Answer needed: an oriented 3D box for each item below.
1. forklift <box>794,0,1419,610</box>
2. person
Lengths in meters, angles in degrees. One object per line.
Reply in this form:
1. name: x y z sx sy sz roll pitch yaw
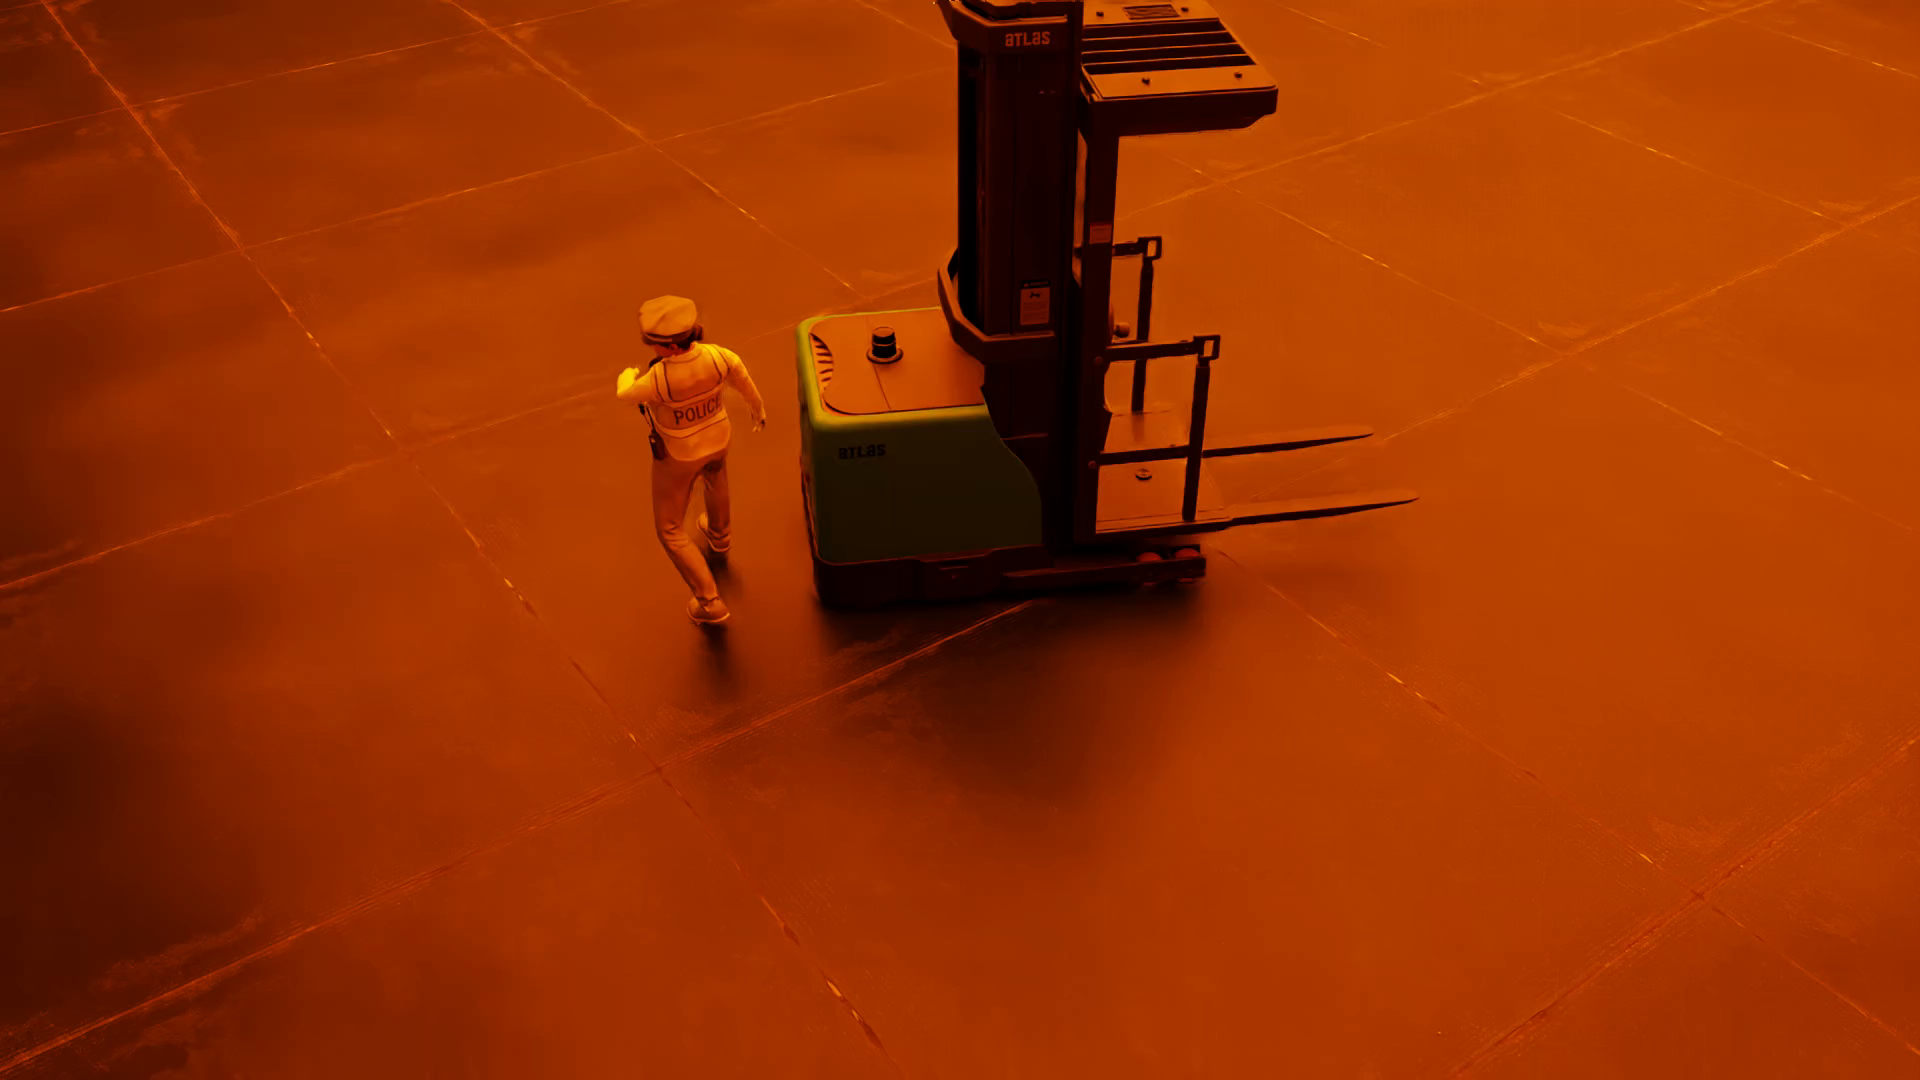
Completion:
1. forklift: 0.748 -1.257 7.645 3.031 2.935 1.130 -6 37 -8
2. person: -1.202 -0.485 7.691 0.859 1.569 0.692 30 46 34
